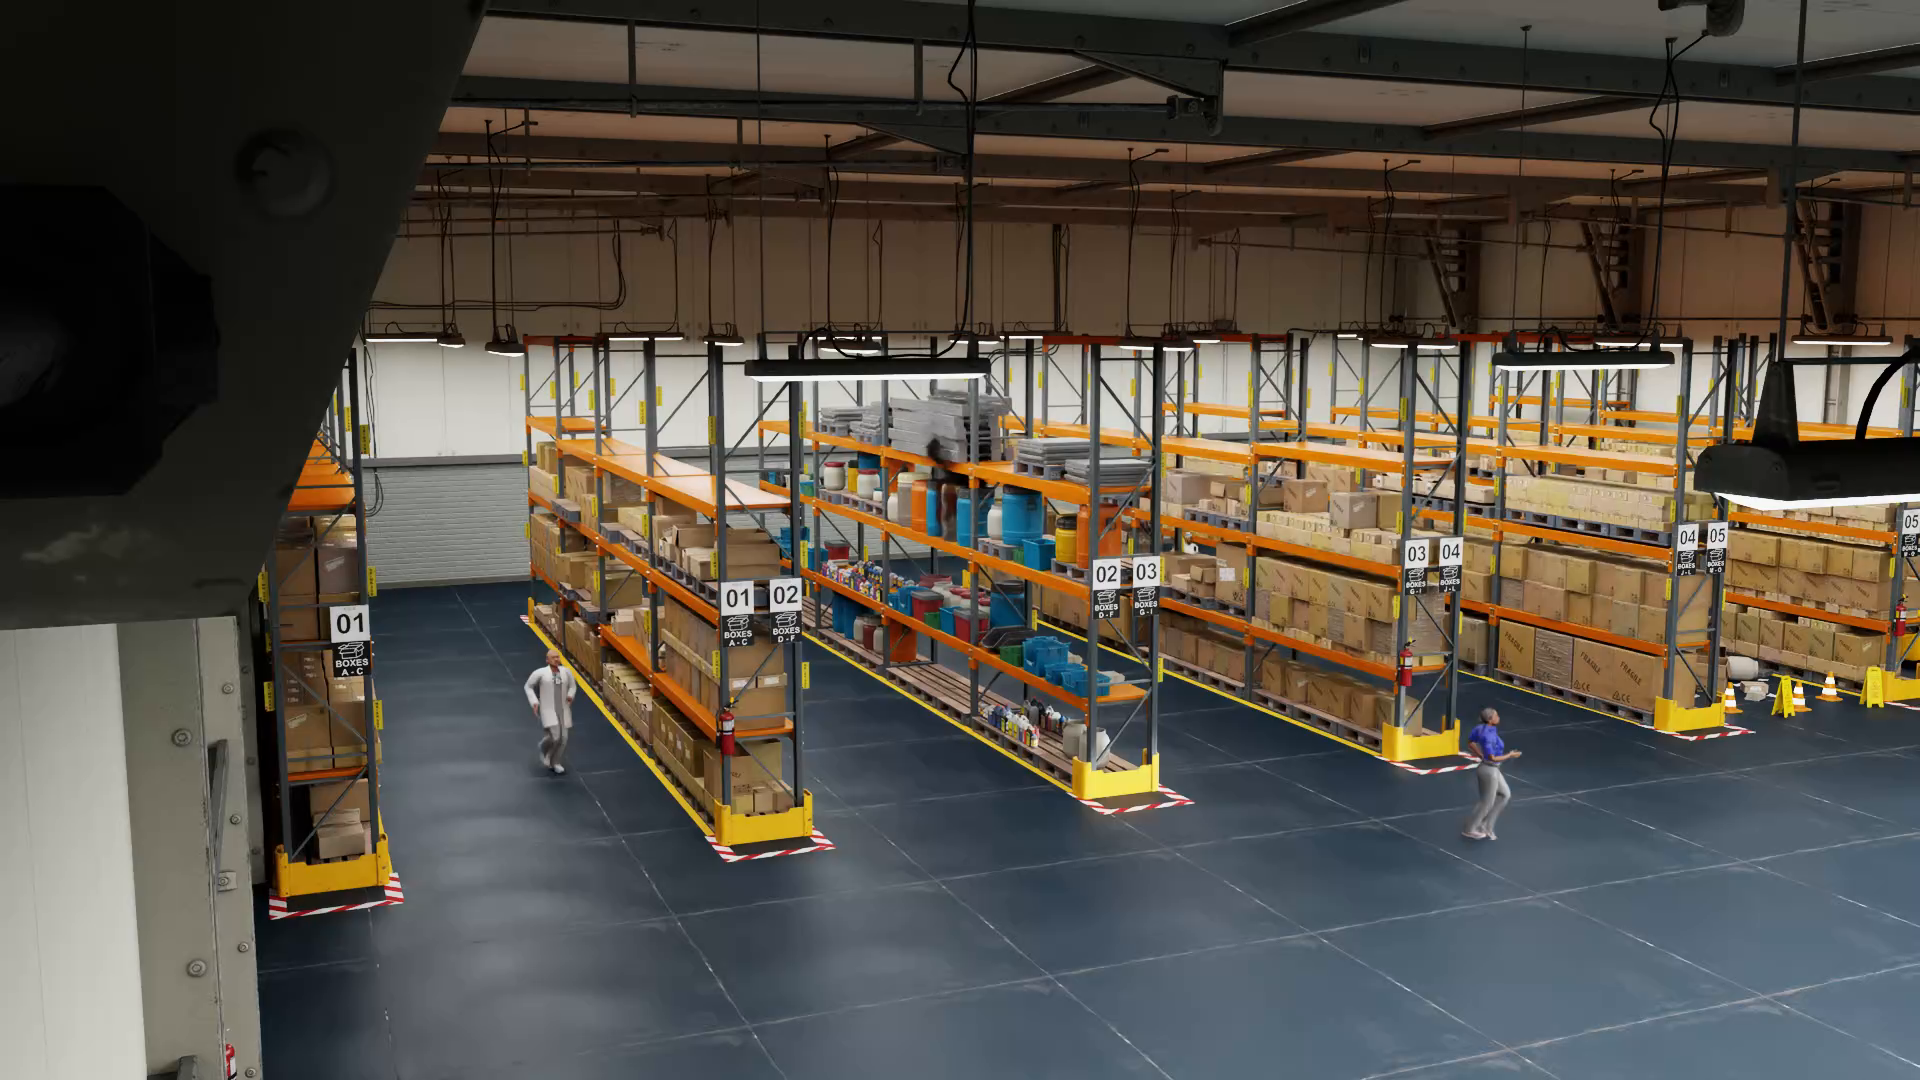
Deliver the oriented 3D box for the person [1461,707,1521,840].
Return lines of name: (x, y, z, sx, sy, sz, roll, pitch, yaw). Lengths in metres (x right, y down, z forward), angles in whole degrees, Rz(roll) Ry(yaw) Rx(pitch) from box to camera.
person: (6.444, 2.853, 20.167, 0.660, 1.683, 0.555, 2, 8, 12)

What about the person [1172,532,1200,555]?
person: (4.988, 0.677, 36.475, 0.584, 1.727, 0.736, -3, 8, -21)

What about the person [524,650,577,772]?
person: (-5.646, 2.396, 23.208, 0.705, 1.734, 0.628, -6, 9, -36)

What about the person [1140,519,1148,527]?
person: (4.347, -0.016, 41.418, 0.558, 1.690, 0.916, -5, 9, -31)
